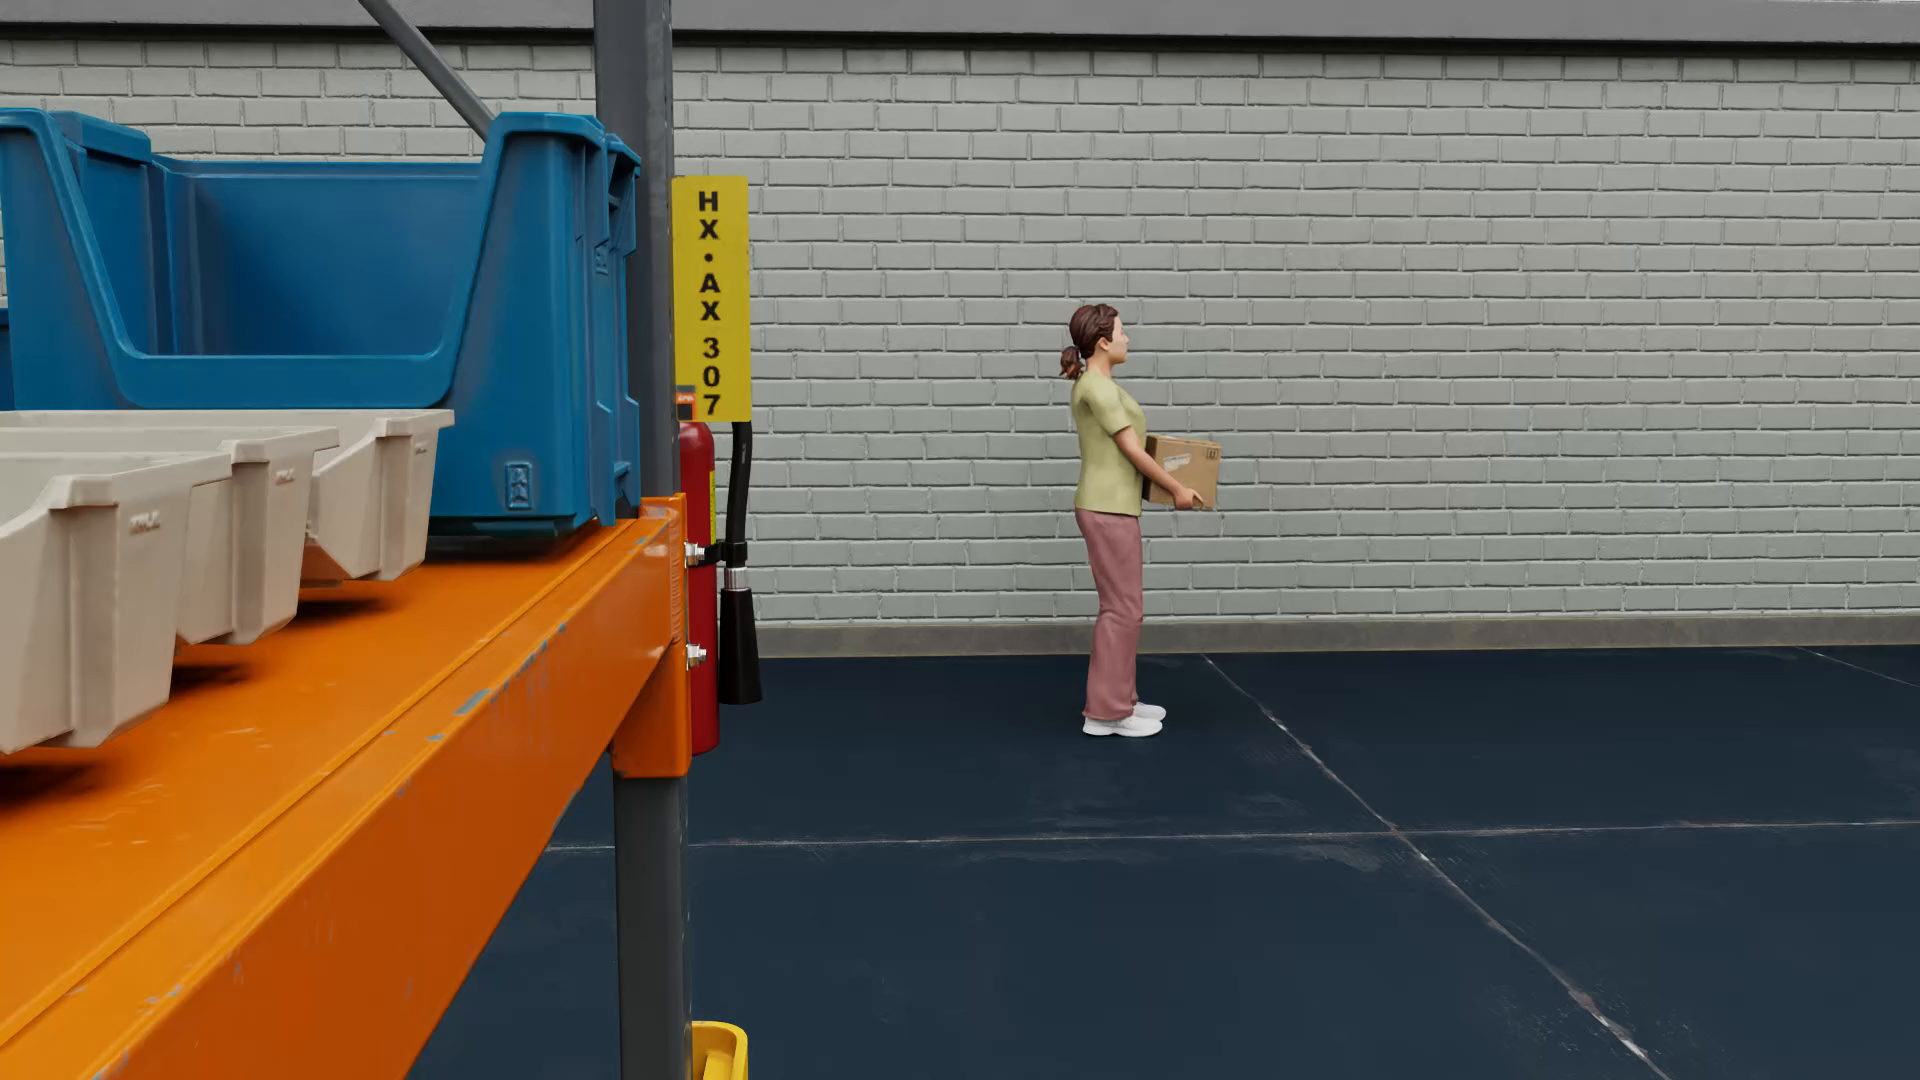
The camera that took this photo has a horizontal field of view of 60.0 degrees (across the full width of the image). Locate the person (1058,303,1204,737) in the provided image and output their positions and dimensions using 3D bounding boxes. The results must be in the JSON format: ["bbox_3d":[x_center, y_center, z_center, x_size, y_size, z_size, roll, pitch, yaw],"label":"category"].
[{"bbox_3d":[0.652,-0.082,6.483,0.551,1.664,0.426,0,7,-3],"label":"person"}]
